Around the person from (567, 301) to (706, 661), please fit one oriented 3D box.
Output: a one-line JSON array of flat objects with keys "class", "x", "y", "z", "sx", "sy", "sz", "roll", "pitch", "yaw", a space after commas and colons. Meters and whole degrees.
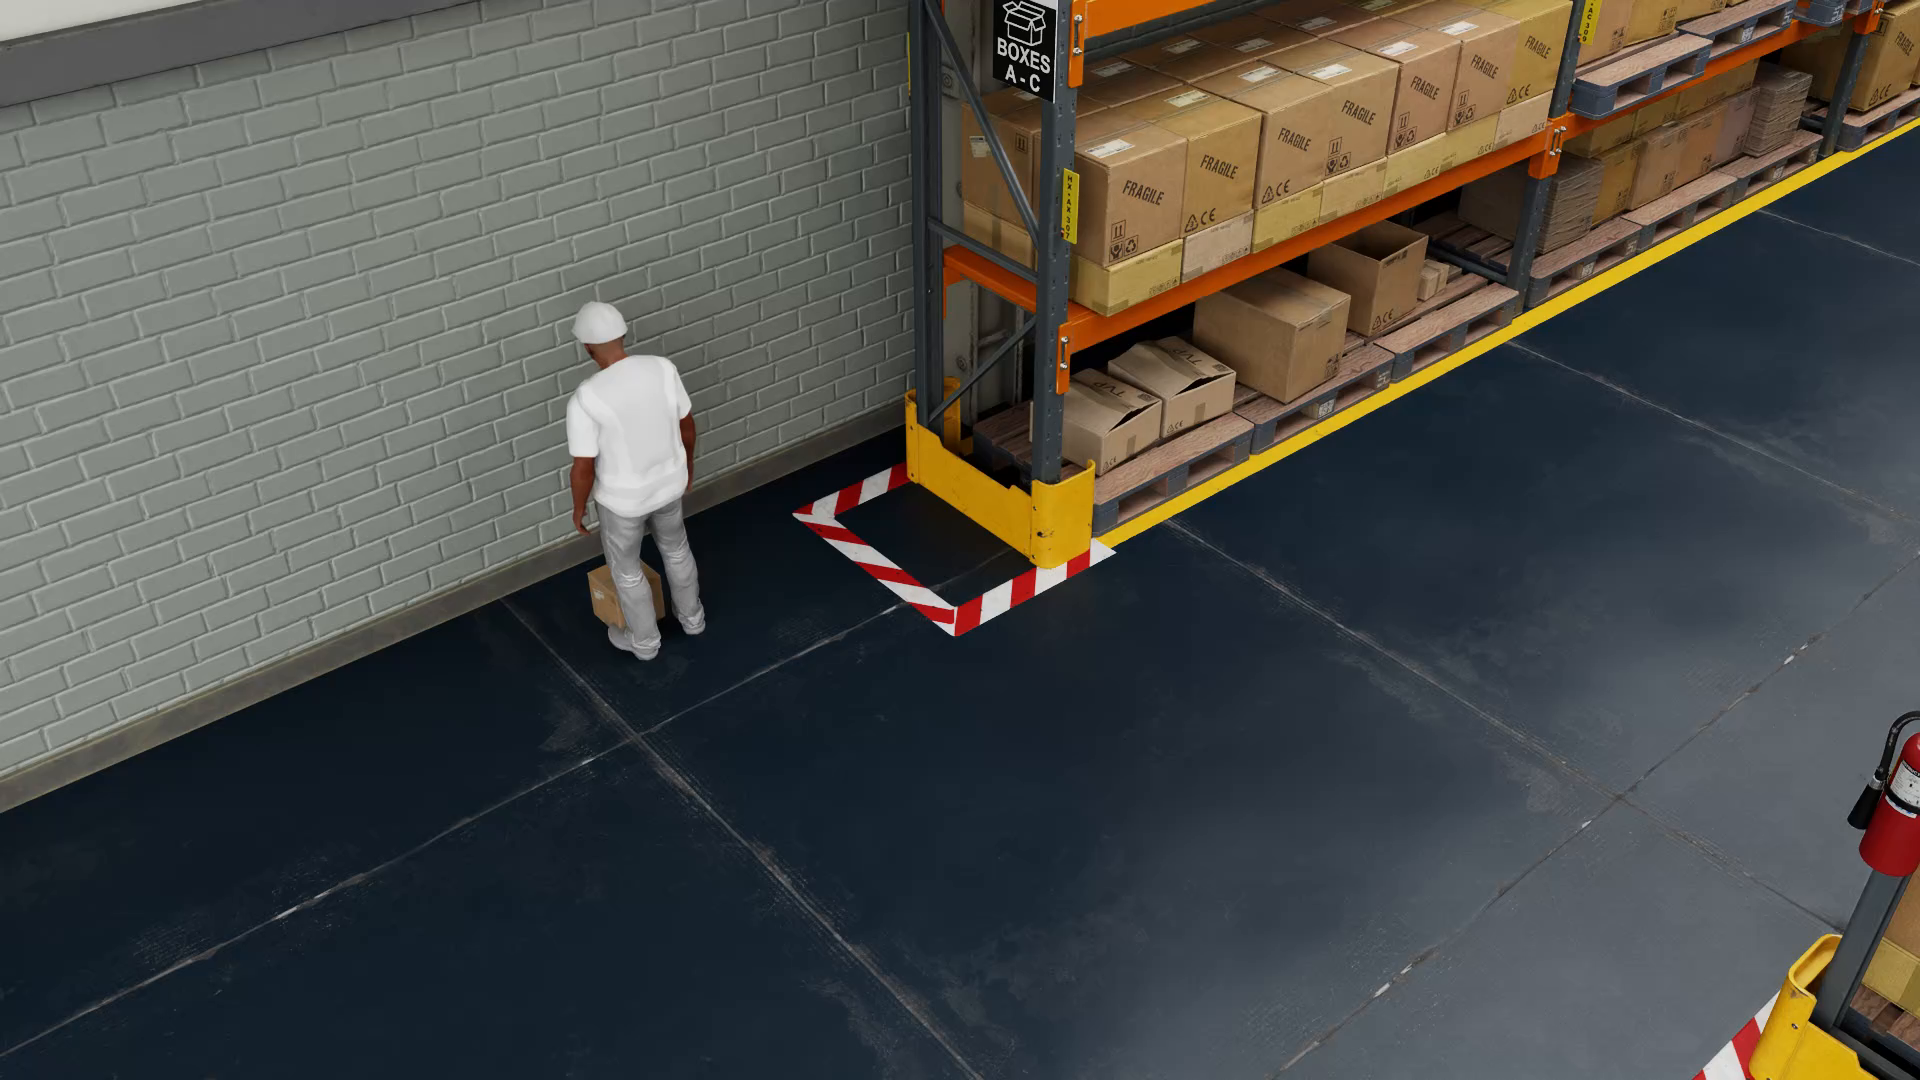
[{"class": "person", "x": -1.451, "y": -0.255, "z": 7.418, "sx": 0.633, "sy": 1.760, "sz": 0.463, "roll": -27, "pitch": 44, "yaw": -32}]
